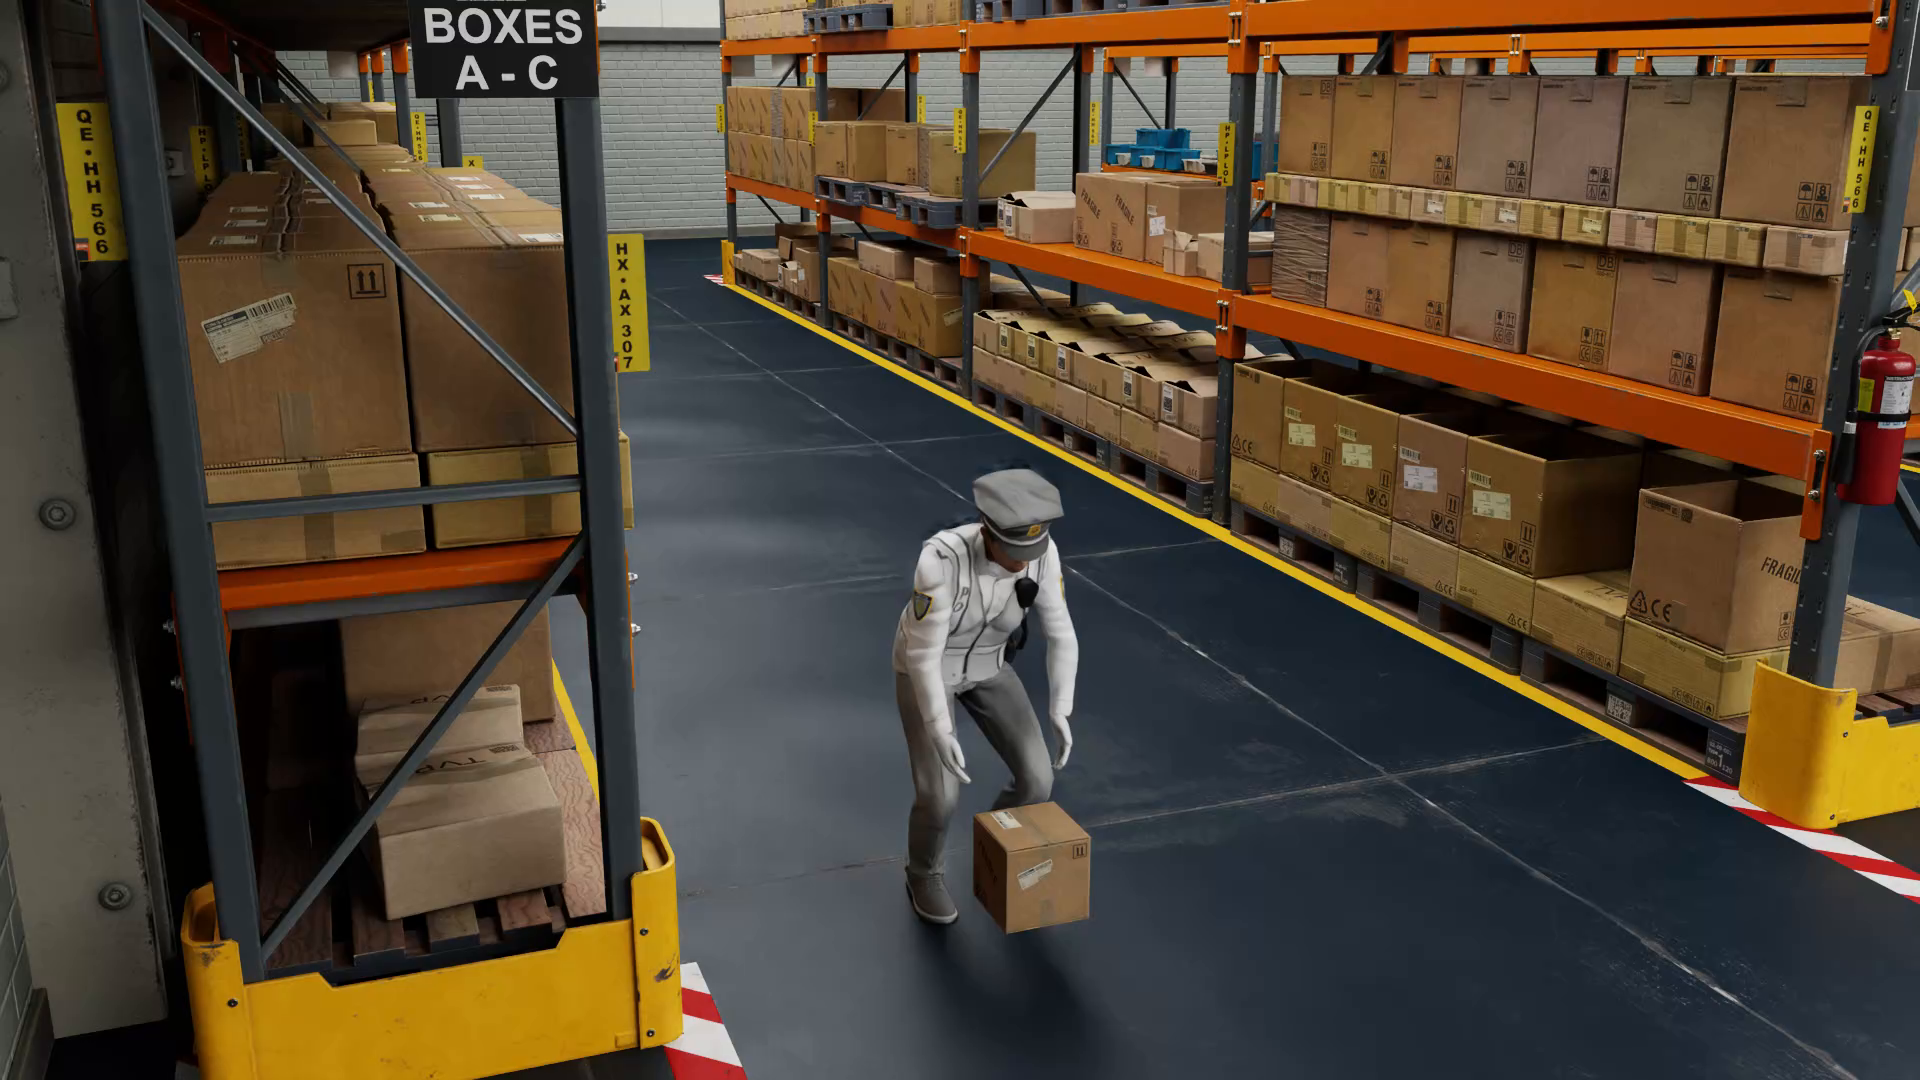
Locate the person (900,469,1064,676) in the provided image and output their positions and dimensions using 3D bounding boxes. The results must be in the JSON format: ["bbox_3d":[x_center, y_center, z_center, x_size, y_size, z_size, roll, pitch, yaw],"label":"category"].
[{"bbox_3d":[0.062,0.112,4.825,0.380,0.698,0.683,-6,17,-20],"label":"person"}]
